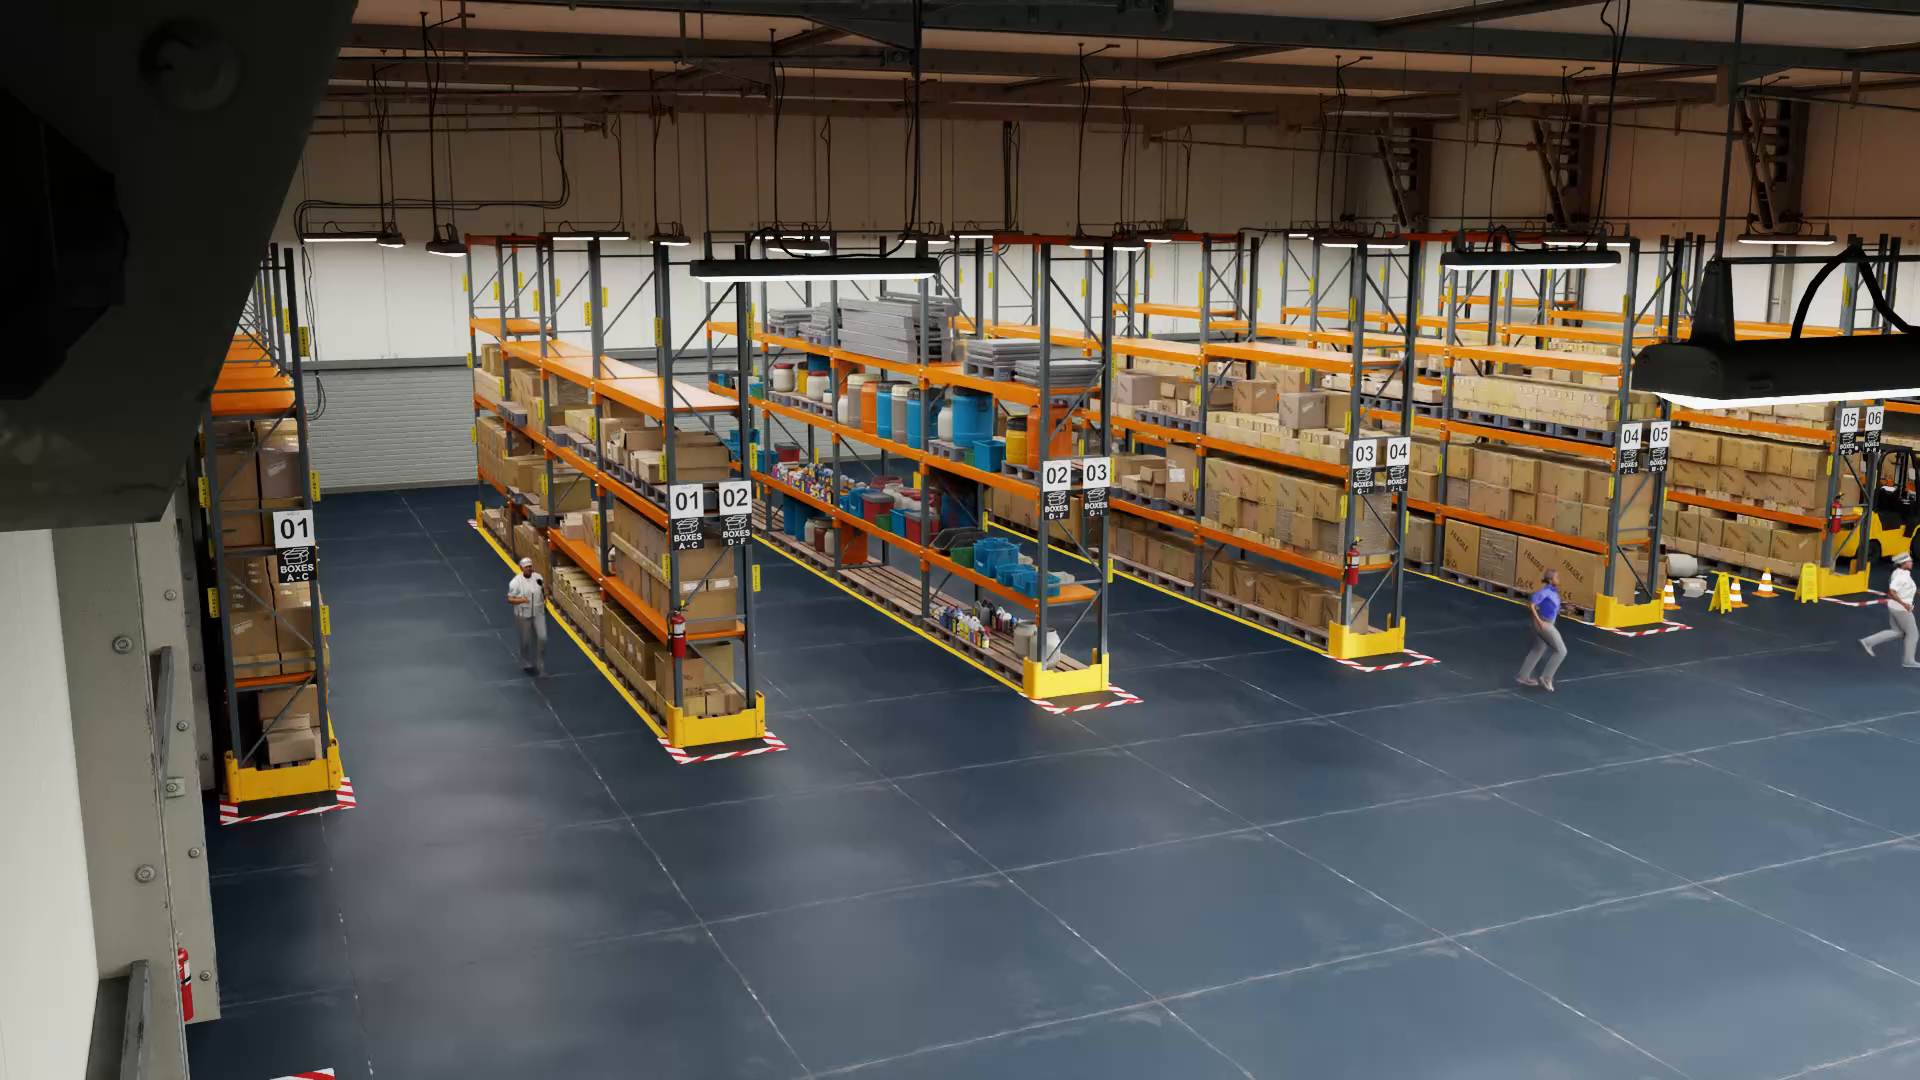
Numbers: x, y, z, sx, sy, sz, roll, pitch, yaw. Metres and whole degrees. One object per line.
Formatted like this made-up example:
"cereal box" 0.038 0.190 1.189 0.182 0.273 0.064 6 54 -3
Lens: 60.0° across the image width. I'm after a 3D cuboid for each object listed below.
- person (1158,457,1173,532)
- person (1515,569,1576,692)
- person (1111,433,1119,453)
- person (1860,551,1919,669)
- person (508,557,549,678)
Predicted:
"person" 4.139 -0.855 33.137 0.595 1.667 0.903 -6 13 -29
"person" 7.962 1.235 22.577 0.717 1.686 0.546 3 11 16
"person" 3.382 -1.695 37.865 0.524 1.557 0.580 -4 12 -19
"person" 13.373 0.977 23.681 0.805 1.668 0.588 4 12 21
"person" -6.017 1.084 23.255 0.583 1.725 0.746 -5 12 -25
